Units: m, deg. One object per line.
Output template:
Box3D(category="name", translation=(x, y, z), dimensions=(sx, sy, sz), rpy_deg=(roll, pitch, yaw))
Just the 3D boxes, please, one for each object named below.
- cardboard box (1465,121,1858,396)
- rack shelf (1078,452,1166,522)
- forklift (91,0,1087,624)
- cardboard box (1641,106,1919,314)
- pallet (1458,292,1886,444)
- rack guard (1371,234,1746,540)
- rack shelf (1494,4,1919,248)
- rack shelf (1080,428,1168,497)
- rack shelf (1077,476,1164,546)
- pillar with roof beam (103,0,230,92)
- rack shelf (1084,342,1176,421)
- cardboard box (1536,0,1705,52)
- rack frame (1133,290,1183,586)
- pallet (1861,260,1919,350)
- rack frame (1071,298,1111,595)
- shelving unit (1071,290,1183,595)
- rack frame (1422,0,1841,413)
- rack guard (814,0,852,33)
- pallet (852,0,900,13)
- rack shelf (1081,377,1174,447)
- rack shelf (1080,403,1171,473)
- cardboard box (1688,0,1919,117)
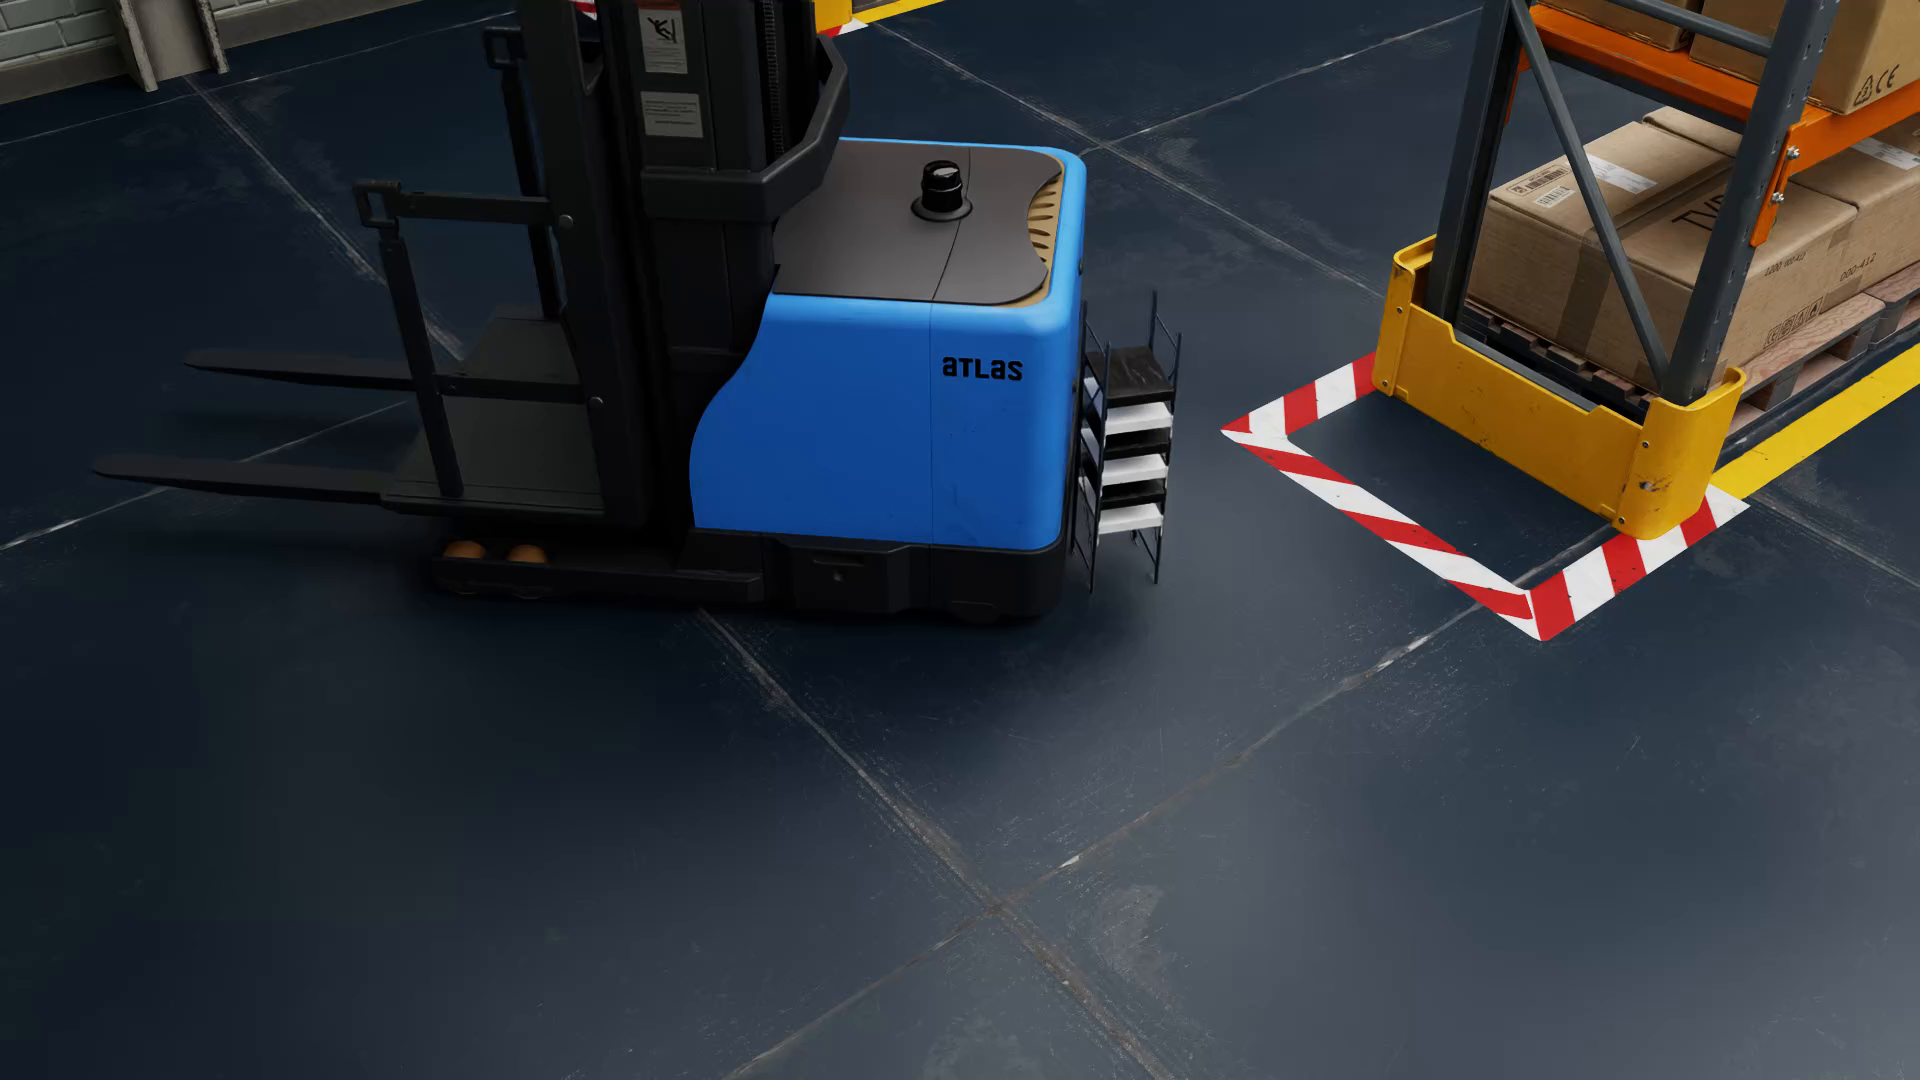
Box3D(category="cardboard box", translation=(2.415, -0.988, 5.779), dimensions=(0.875, 0.438, 0.875), rpy_deg=(-28, 47, -29))
Box3D(category="rack shelf", translation=(0.476, -0.173, 4.946), dimensions=(0.200, 0.077, 0.258), rpy_deg=(-8, 40, -10))
Box3D(category="forklift", translation=(-1.160, -1.282, 4.502), dimensions=(3.031, 2.935, 1.130), rpy_deg=(4, 40, 5))
Box3D(category="cardboard box", translation=(3.135, -1.346, 6.215), dimensions=(0.875, 0.438, 0.875), rpy_deg=(-25, 45, -27))
Box3D(category="pallet", translation=(2.538, -0.781, 6.036), dimensions=(1.213, 0.211, 1.003), rpy_deg=(-26, 46, -28))
Box3D(category="rack guard", translation=(1.933, -0.535, 5.509), dimensions=(0.348, 0.500, 1.175), rpy_deg=(-26, 46, -28))
Box3D(category="rack shelf", translation=(3.538, -2.006, 5.897), dimensions=(4.000, 0.370, 1.077), rpy_deg=(-26, 46, -28))
Box3D(category="rack shelf", translation=(0.476, -0.243, 4.889), dimensions=(0.200, 0.077, 0.258), rpy_deg=(-8, 40, -10))
Box3D(category="rack shelf", translation=(0.476, -0.103, 5.003), dimensions=(0.200, 0.077, 0.258), rpy_deg=(-8, 40, -10))
Box3D(category="pillar with roof beam", translation=(-1.139, -3.572, 2.509), dimensions=(0.400, 9.000, 9.100), rpy_deg=(-26, 46, -28))
Box3D(category="rack shelf", translation=(0.476, -0.451, 4.718), dimensions=(0.200, 0.077, 0.258), rpy_deg=(-8, 40, -10))
Box3D(category="cardboard box", translation=(2.173, -1.869, 5.085), dimensions=(0.500, 0.500, 0.500), rpy_deg=(-26, 46, -28))
Box3D(category="rack frame", translation=(0.575, -0.283, 4.885), dimensions=(0.006, 0.900, 0.240), rpy_deg=(-8, 40, -10))
Box3D(category="pallet", translation=(3.505, -1.250, 6.608), dimensions=(1.213, 0.211, 1.003), rpy_deg=(-26, 46, -28))
Box3D(category="rack frame", translation=(0.377, -0.254, 4.850), dimensions=(0.006, 0.900, 0.240), rpy_deg=(-8, 40, -10))
Box3D(category="shelving unit", translation=(0.476, -0.268, 4.868), dimensions=(0.210, 0.900, 0.258), rpy_deg=(-8, 40, -10))
Box3D(category="rack frame", translation=(1.952, -1.511, 4.727), dimensions=(0.127, 3.000, 1.000), rpy_deg=(-26, 46, -28))
Box3D(category="rack guard", translation=(-1.015, -3.069, 8.597), dimensions=(0.348, 0.500, 1.175), rpy_deg=(-26, 46, -28))
Box3D(category="pallet", translation=(-0.384, -3.266, 9.065), dimensions=(1.213, 0.211, 1.003), rpy_deg=(-26, 46, -28))
Box3D(category="rack shelf", translation=(0.476, -0.382, 4.775), dimensions=(0.200, 0.077, 0.258), rpy_deg=(-8, 40, -10))
Box3D(category="rack shelf", translation=(0.476, -0.312, 4.832), dimensions=(0.200, 0.077, 0.258), rpy_deg=(-8, 40, -10))
Box3D(category="cardboard box", translation=(2.508, -1.591, 4.745), dimensions=(0.500, 0.500, 0.500), rpy_deg=(-26, 46, -28))
